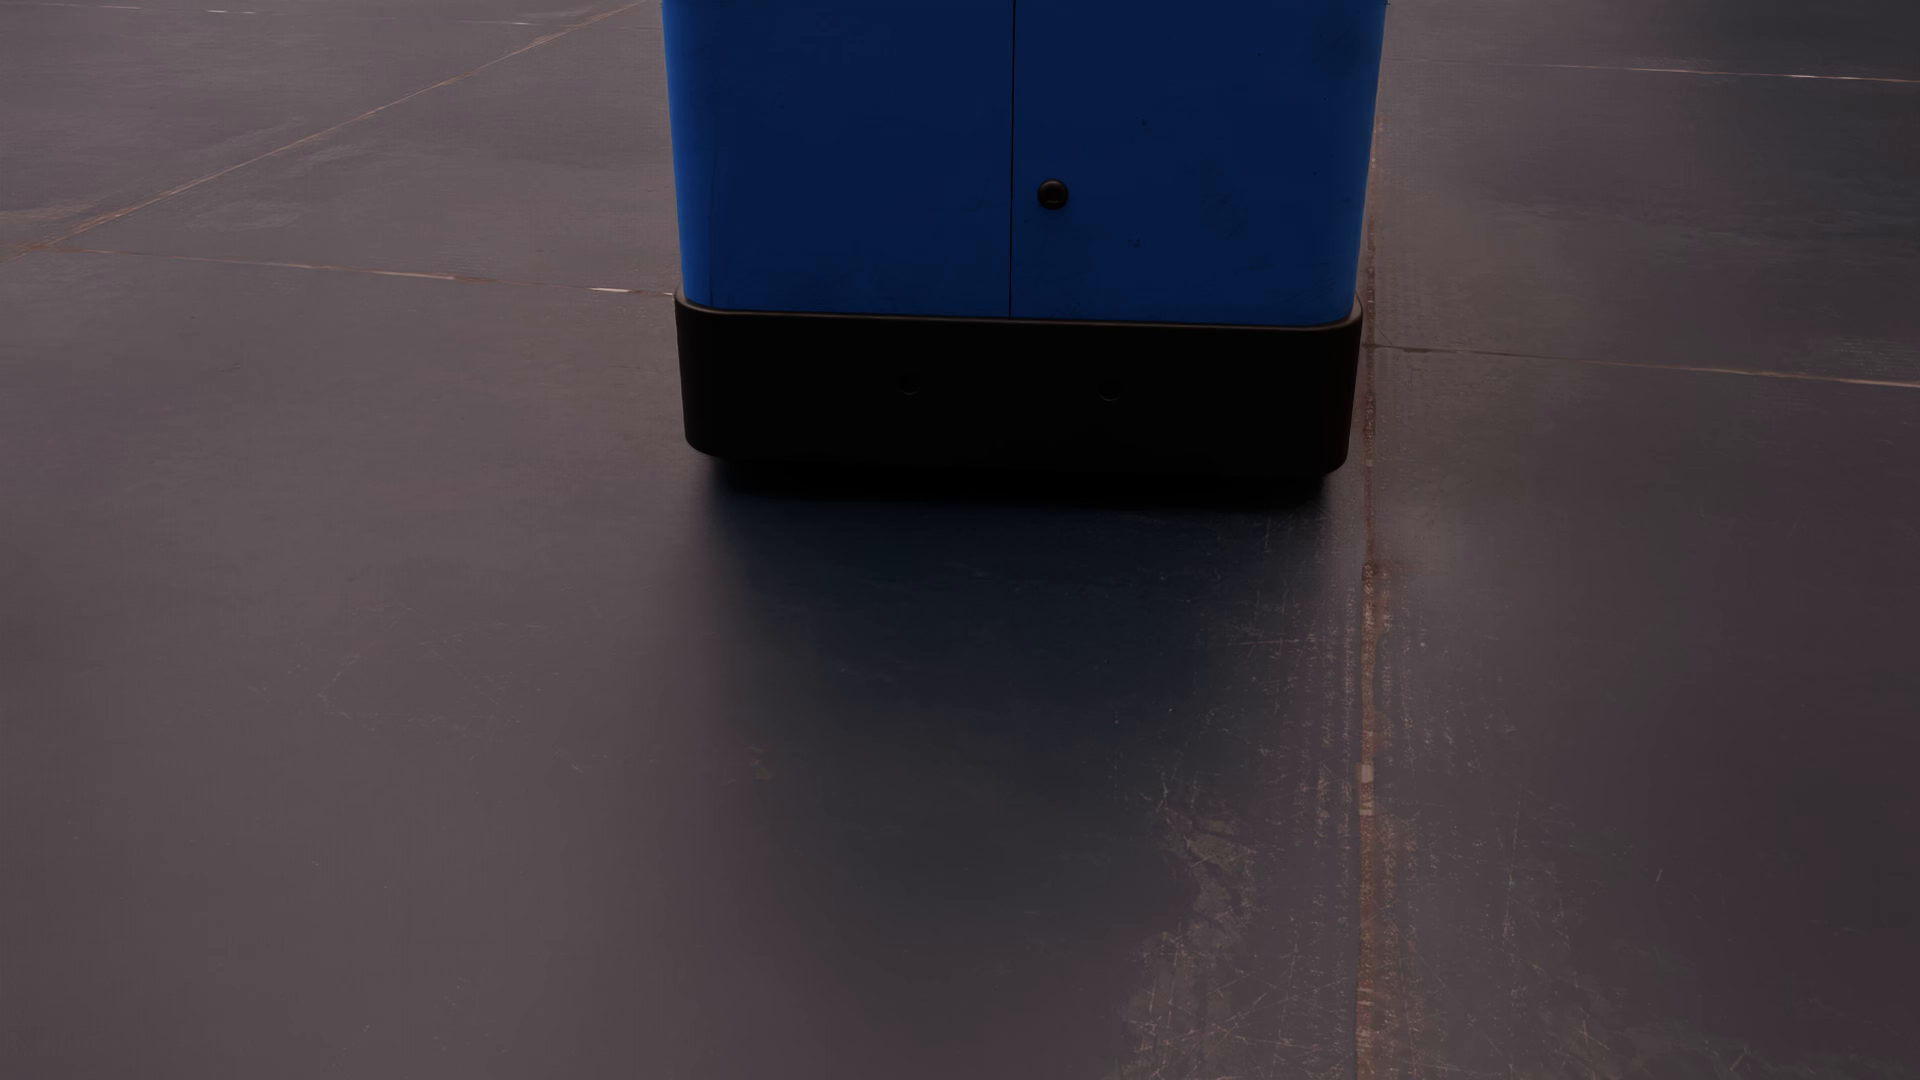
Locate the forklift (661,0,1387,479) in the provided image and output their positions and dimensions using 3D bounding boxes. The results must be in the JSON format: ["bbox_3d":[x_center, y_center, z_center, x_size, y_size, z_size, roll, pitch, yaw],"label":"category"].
[{"bbox_3d":[0.204,-2.031,3.272,1.130,2.935,3.031,2,27,4],"label":"forklift"}]
